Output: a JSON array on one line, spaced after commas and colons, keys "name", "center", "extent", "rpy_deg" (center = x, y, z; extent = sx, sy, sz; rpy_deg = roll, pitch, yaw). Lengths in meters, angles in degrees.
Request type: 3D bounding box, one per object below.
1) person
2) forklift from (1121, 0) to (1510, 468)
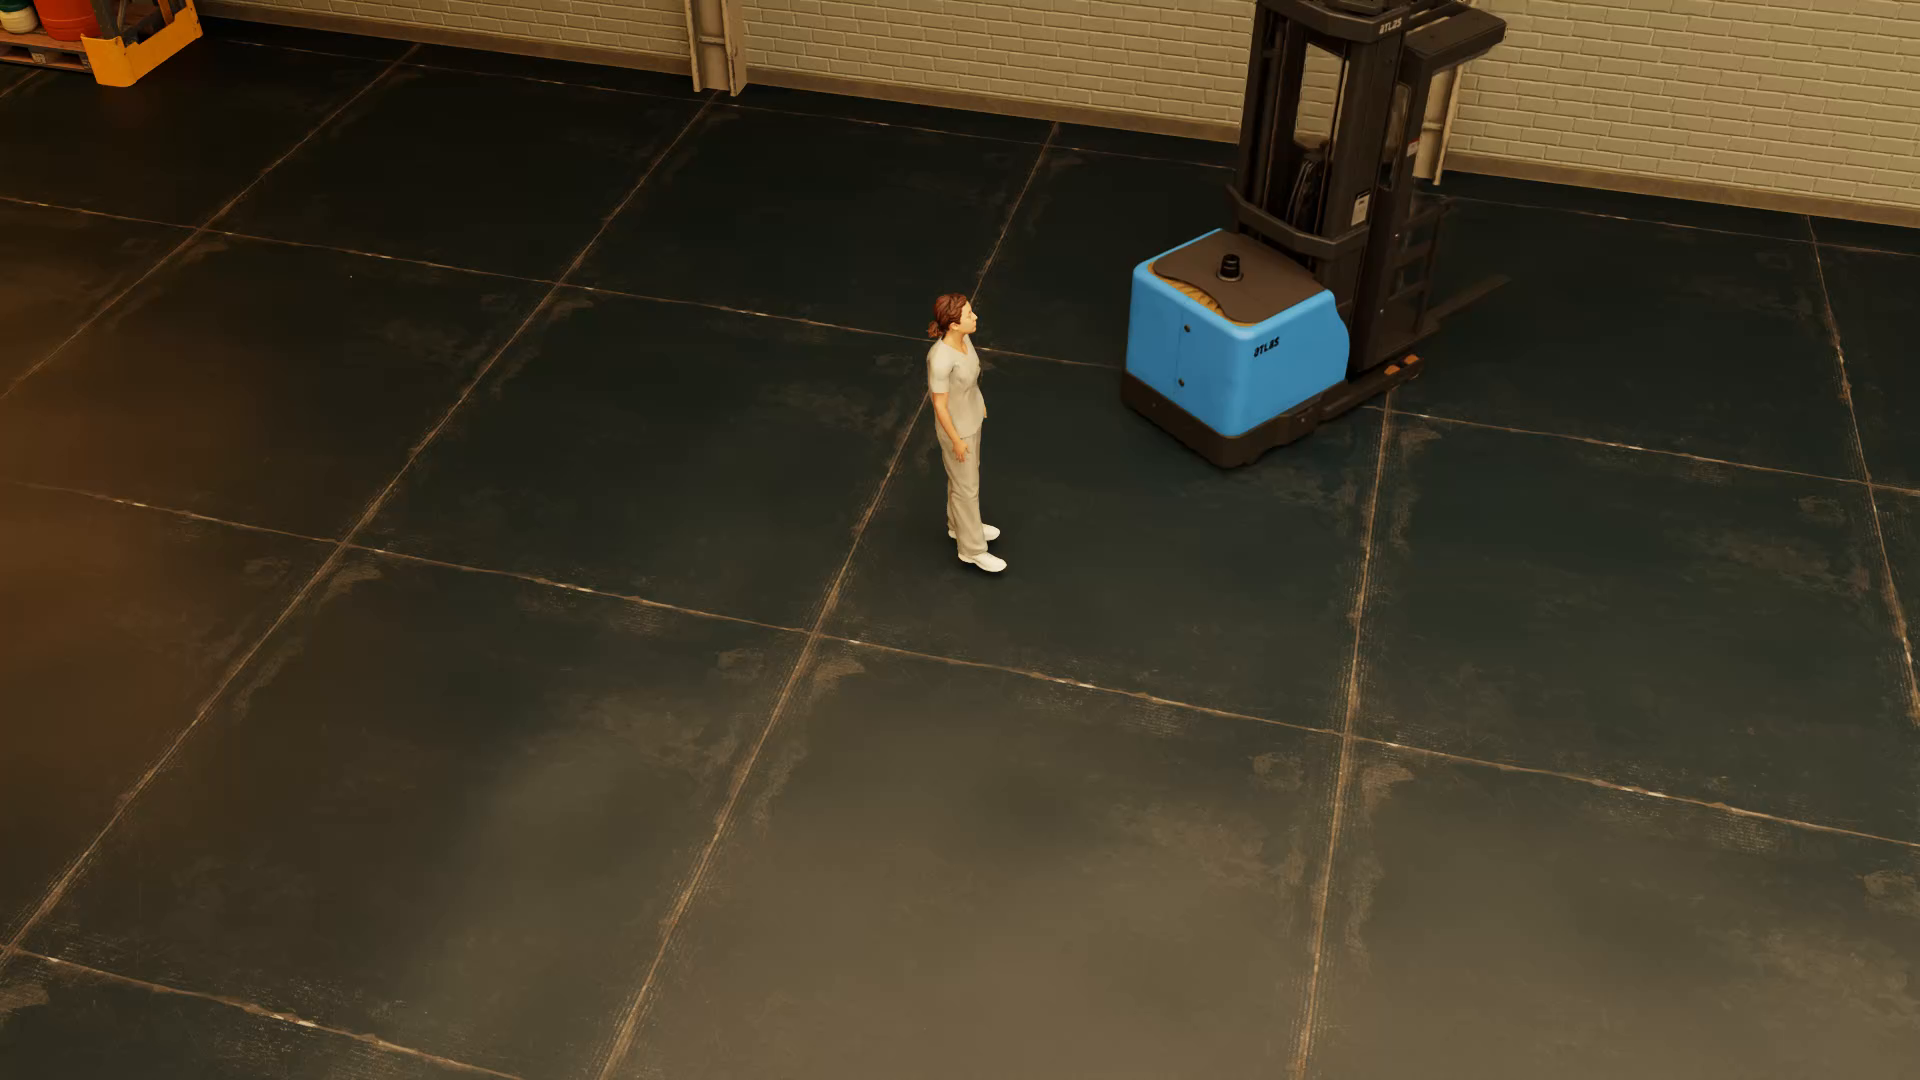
[{"name": "person", "center": [0.068, -0.645, 9.477], "extent": [0.547, 1.673, 0.550], "rpy_deg": [10, 42, 11]}, {"name": "forklift", "center": [2.540, -2.364, 10.558], "extent": [3.031, 2.935, 1.130], "rpy_deg": [-28, 48, -28]}]
